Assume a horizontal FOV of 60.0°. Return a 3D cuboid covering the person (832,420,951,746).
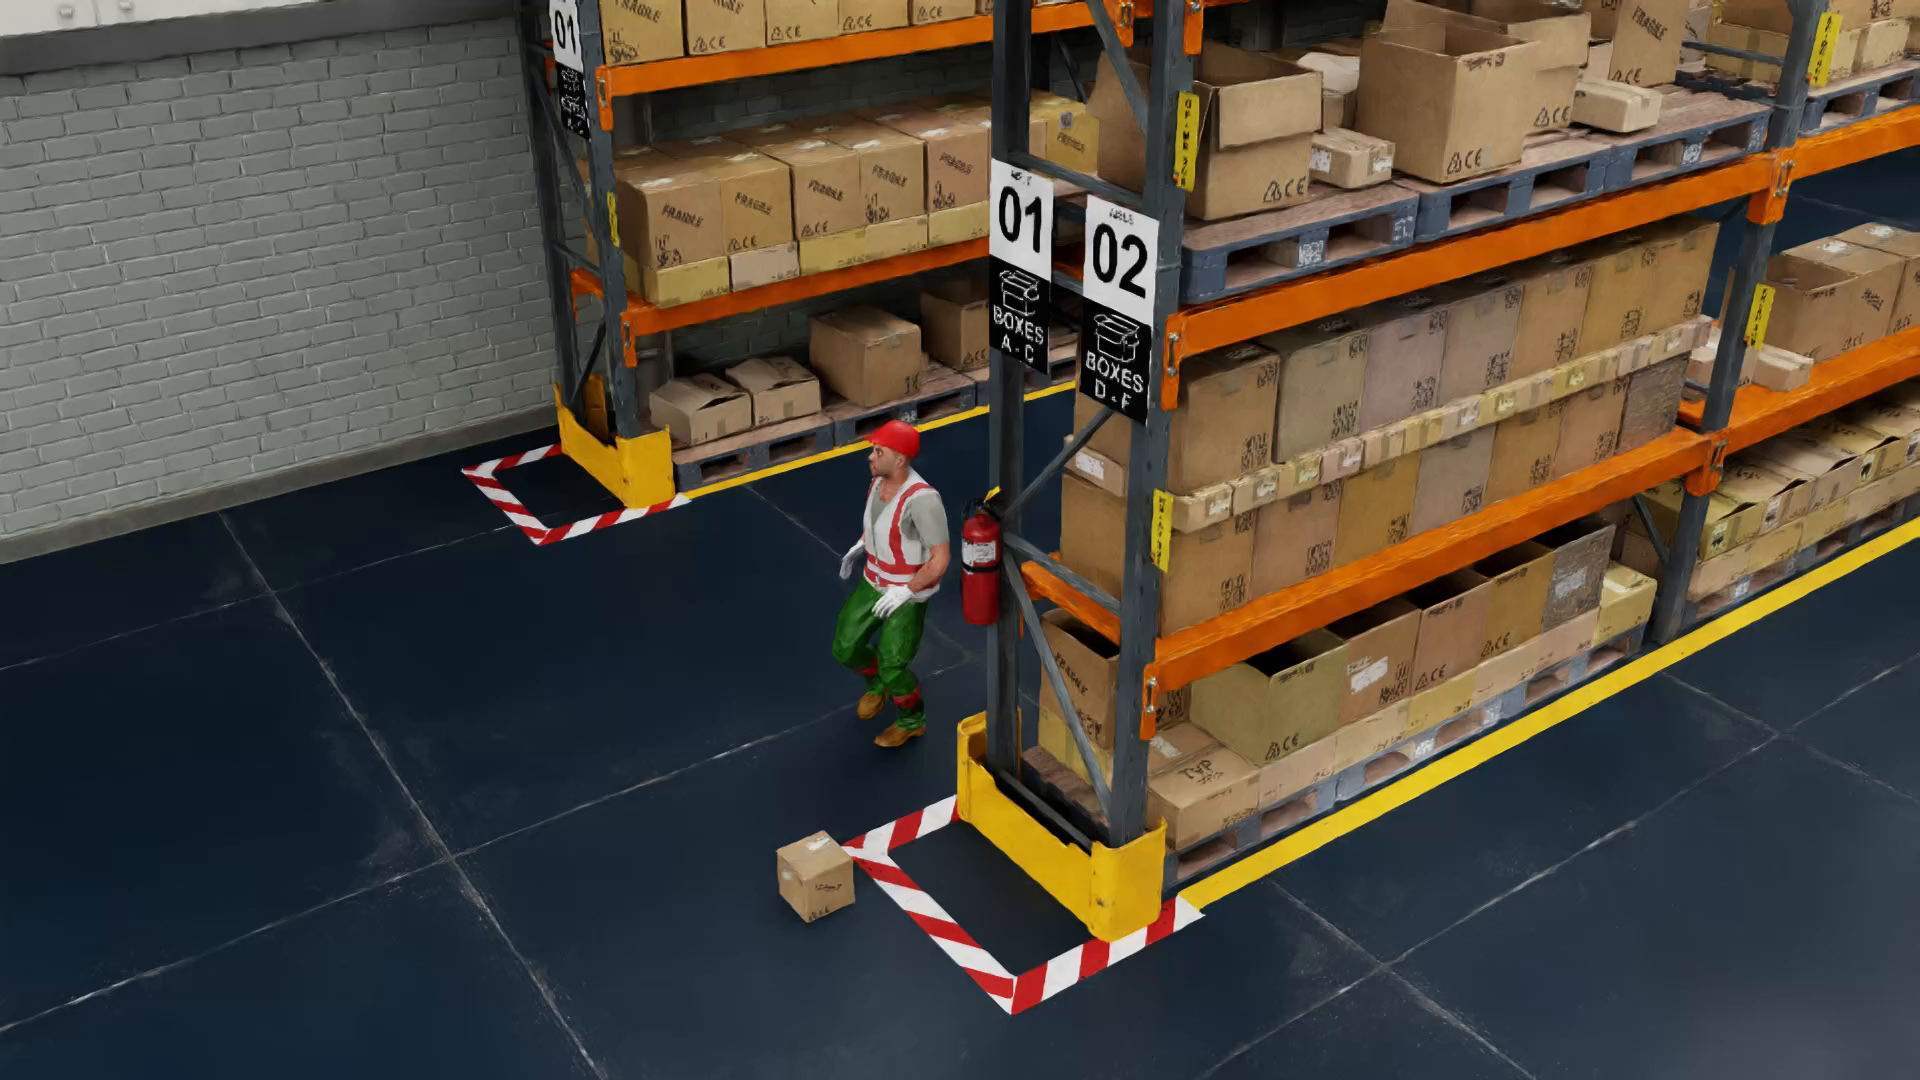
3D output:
[{"bbox_3d":[-0.336,0.248,8.177,0.512,1.751,0.710,-24,36,-37],"label":"person"}]
